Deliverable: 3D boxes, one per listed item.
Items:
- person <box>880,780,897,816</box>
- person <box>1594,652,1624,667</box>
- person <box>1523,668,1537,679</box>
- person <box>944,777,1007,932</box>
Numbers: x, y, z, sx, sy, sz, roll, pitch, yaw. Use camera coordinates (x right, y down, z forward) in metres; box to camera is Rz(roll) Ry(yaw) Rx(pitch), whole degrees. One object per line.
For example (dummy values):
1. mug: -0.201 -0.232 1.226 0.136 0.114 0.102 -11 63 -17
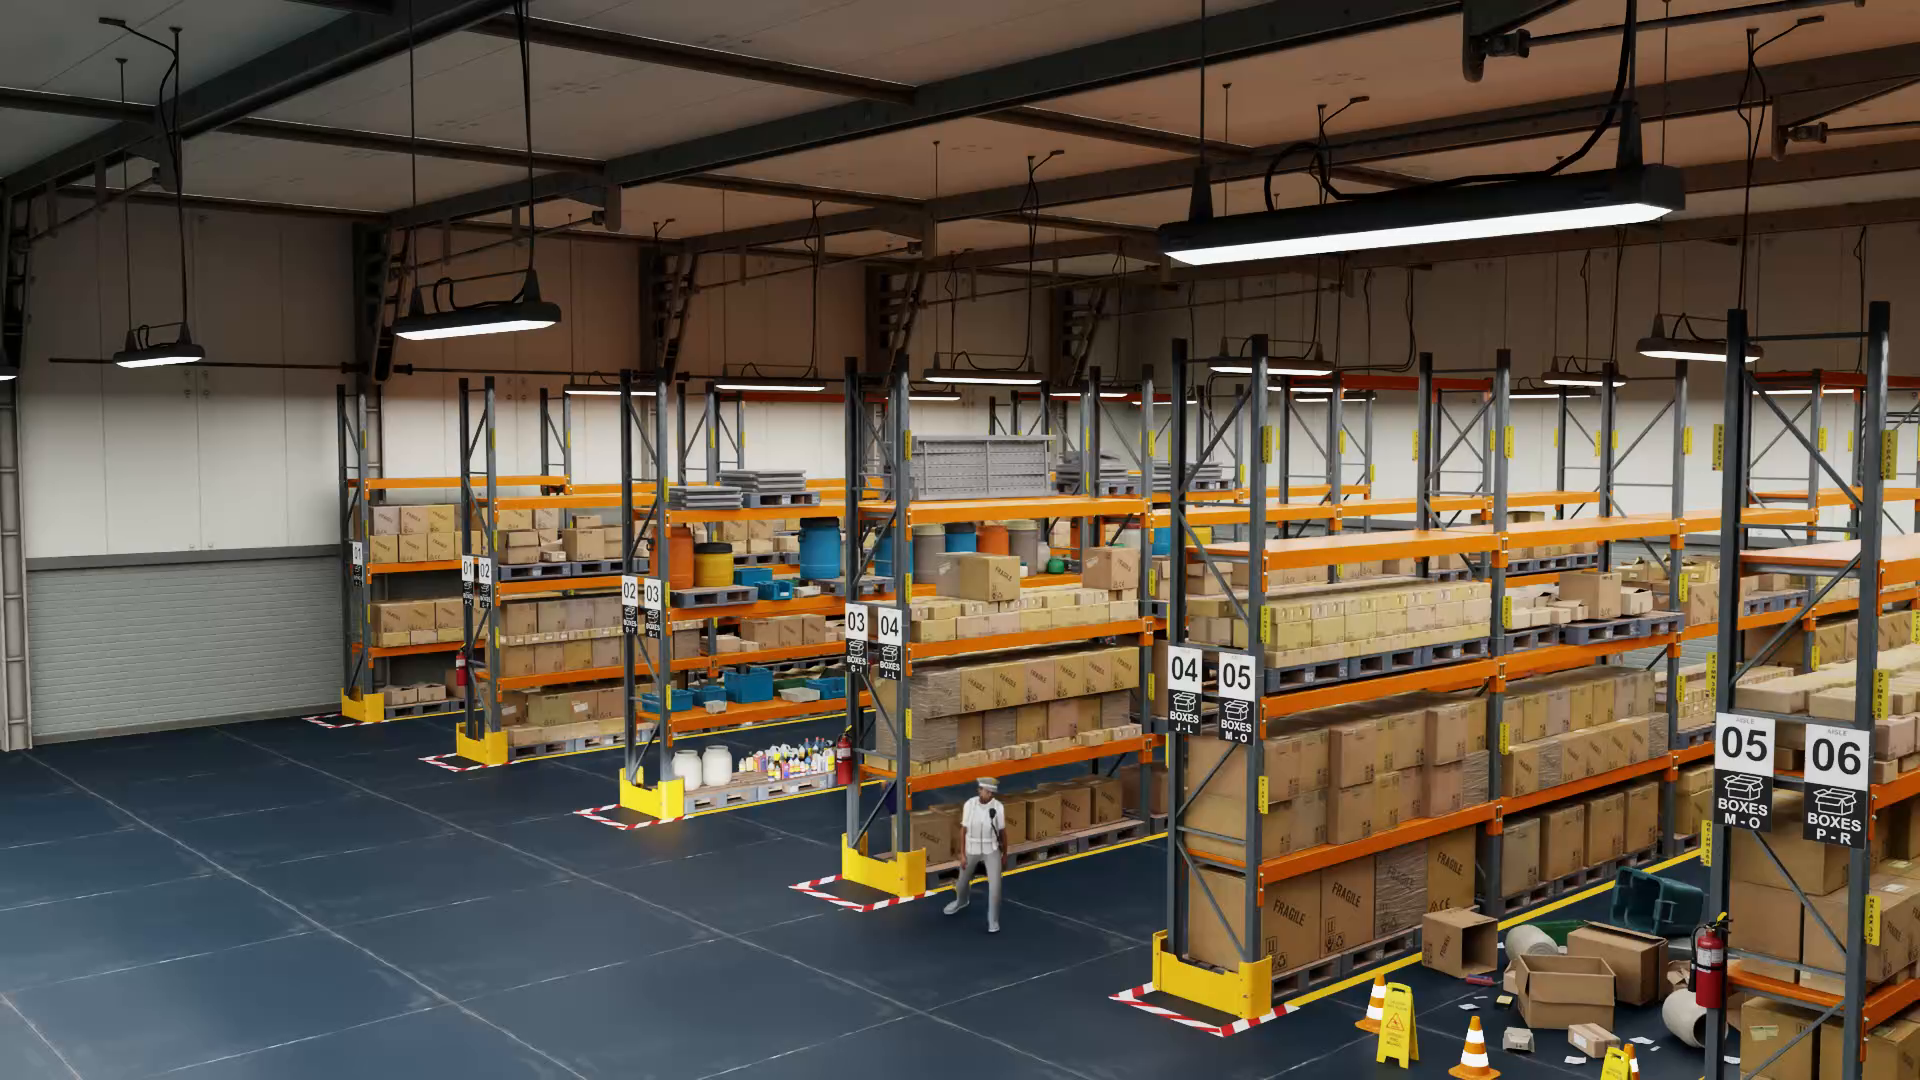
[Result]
1. person: -0.774 3.007 20.998 0.450 1.648 0.745 0 4 -1
2. person: 11.823 2.350 30.359 0.568 1.639 0.506 1 4 9
3. person: 8.637 2.647 25.037 0.691 1.718 0.648 -1 4 -21
4. person: 0.152 3.220 17.368 0.702 1.603 0.673 0 4 7
